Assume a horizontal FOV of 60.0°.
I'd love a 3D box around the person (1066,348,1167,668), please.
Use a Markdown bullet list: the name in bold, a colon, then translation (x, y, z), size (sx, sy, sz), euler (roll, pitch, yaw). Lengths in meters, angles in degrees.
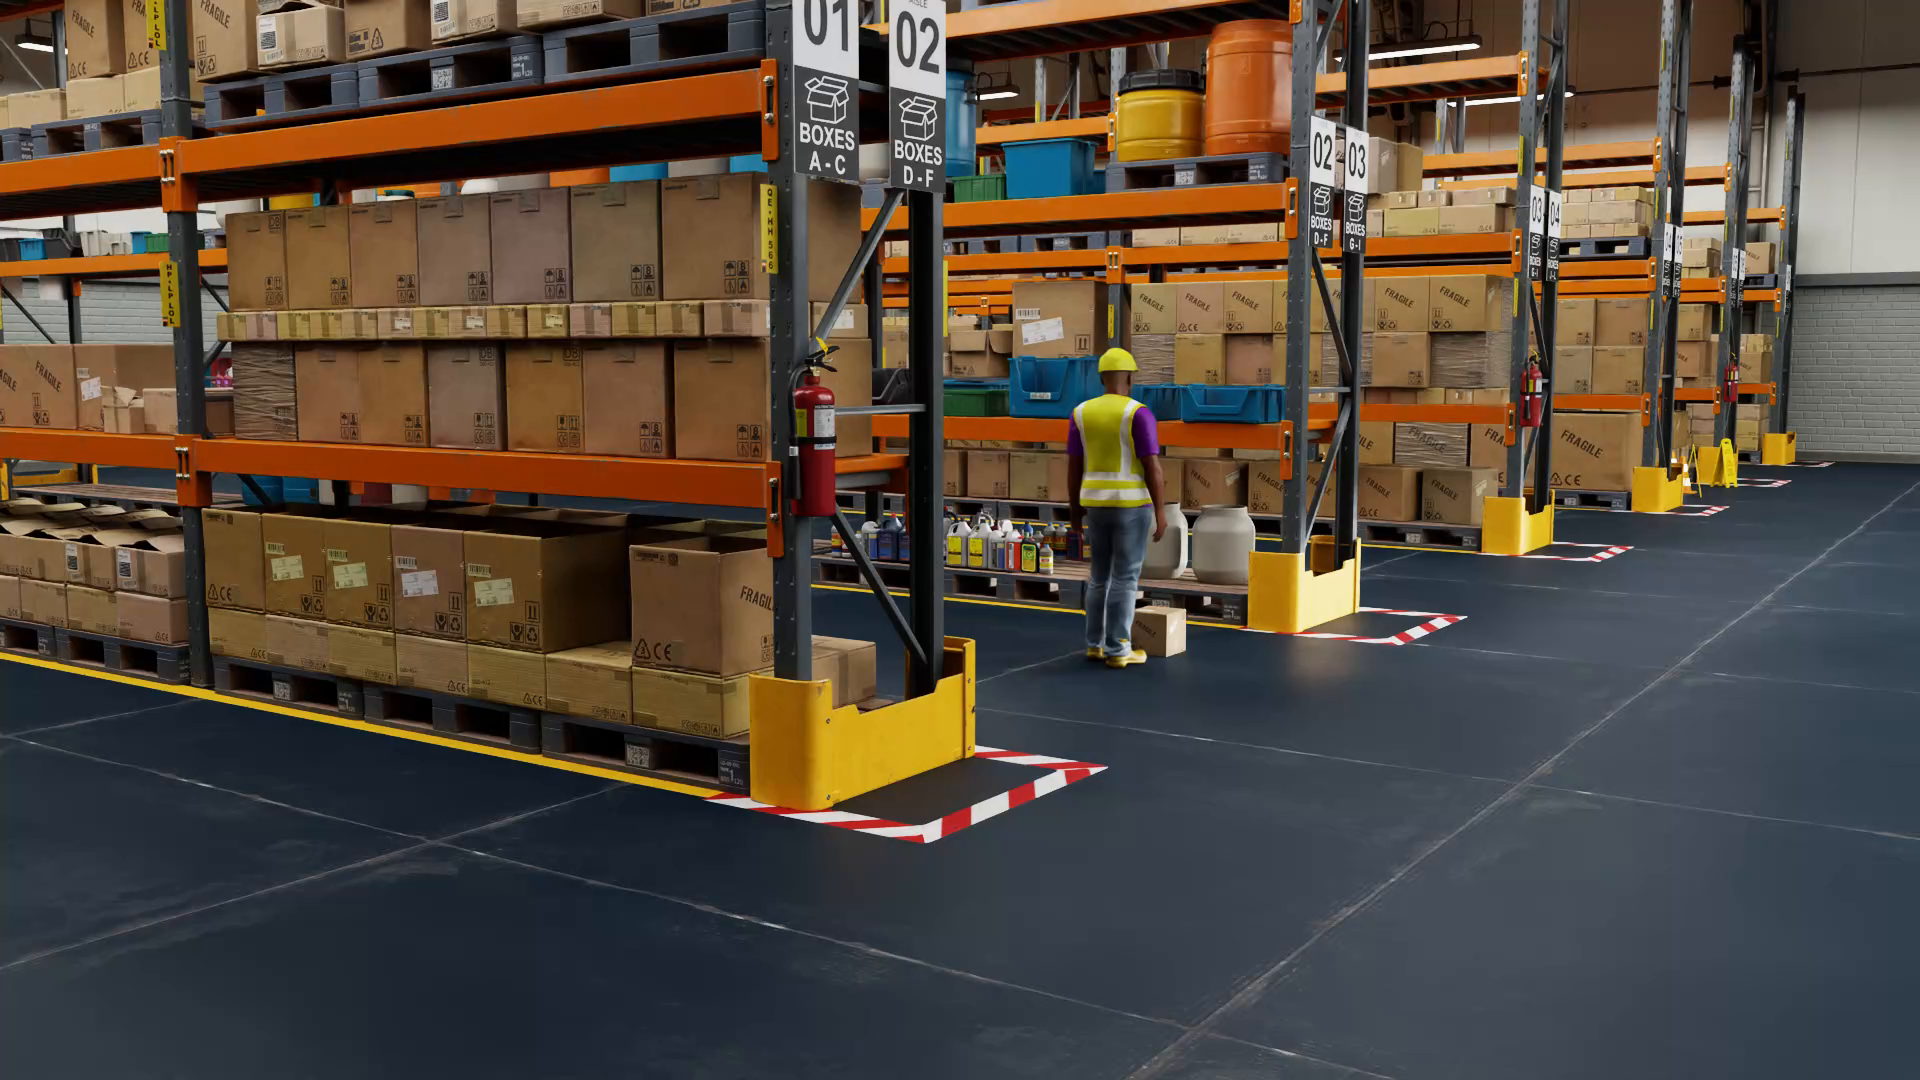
- **person**: translation (0.919, -0.161, 9.309), size (0.604, 1.820, 0.462), euler (5, 8, 39)
